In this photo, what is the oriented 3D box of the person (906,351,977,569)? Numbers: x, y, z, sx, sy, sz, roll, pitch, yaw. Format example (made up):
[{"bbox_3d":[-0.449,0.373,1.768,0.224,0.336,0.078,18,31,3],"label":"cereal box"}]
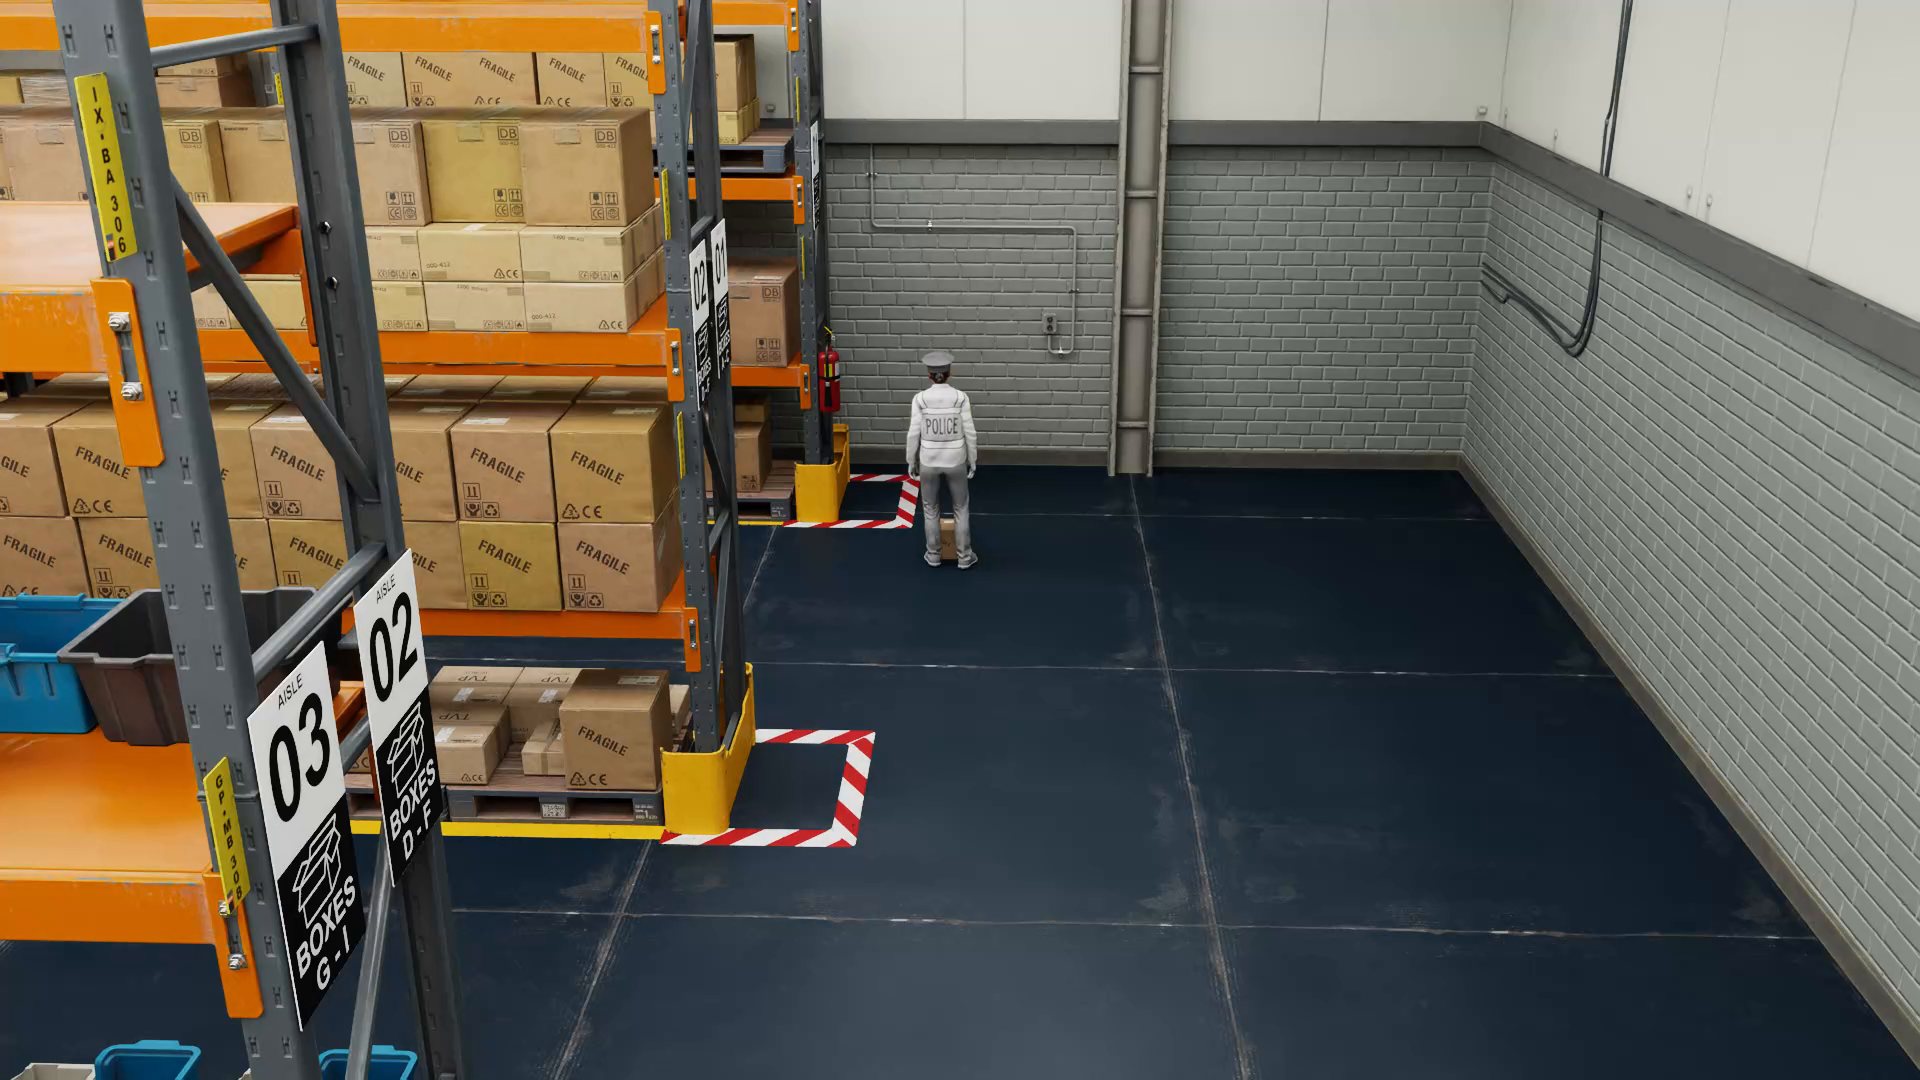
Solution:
[{"bbox_3d":[-0.135,-0.589,12.616,0.546,1.664,0.414,-1,21,-2],"label":"person"}]
